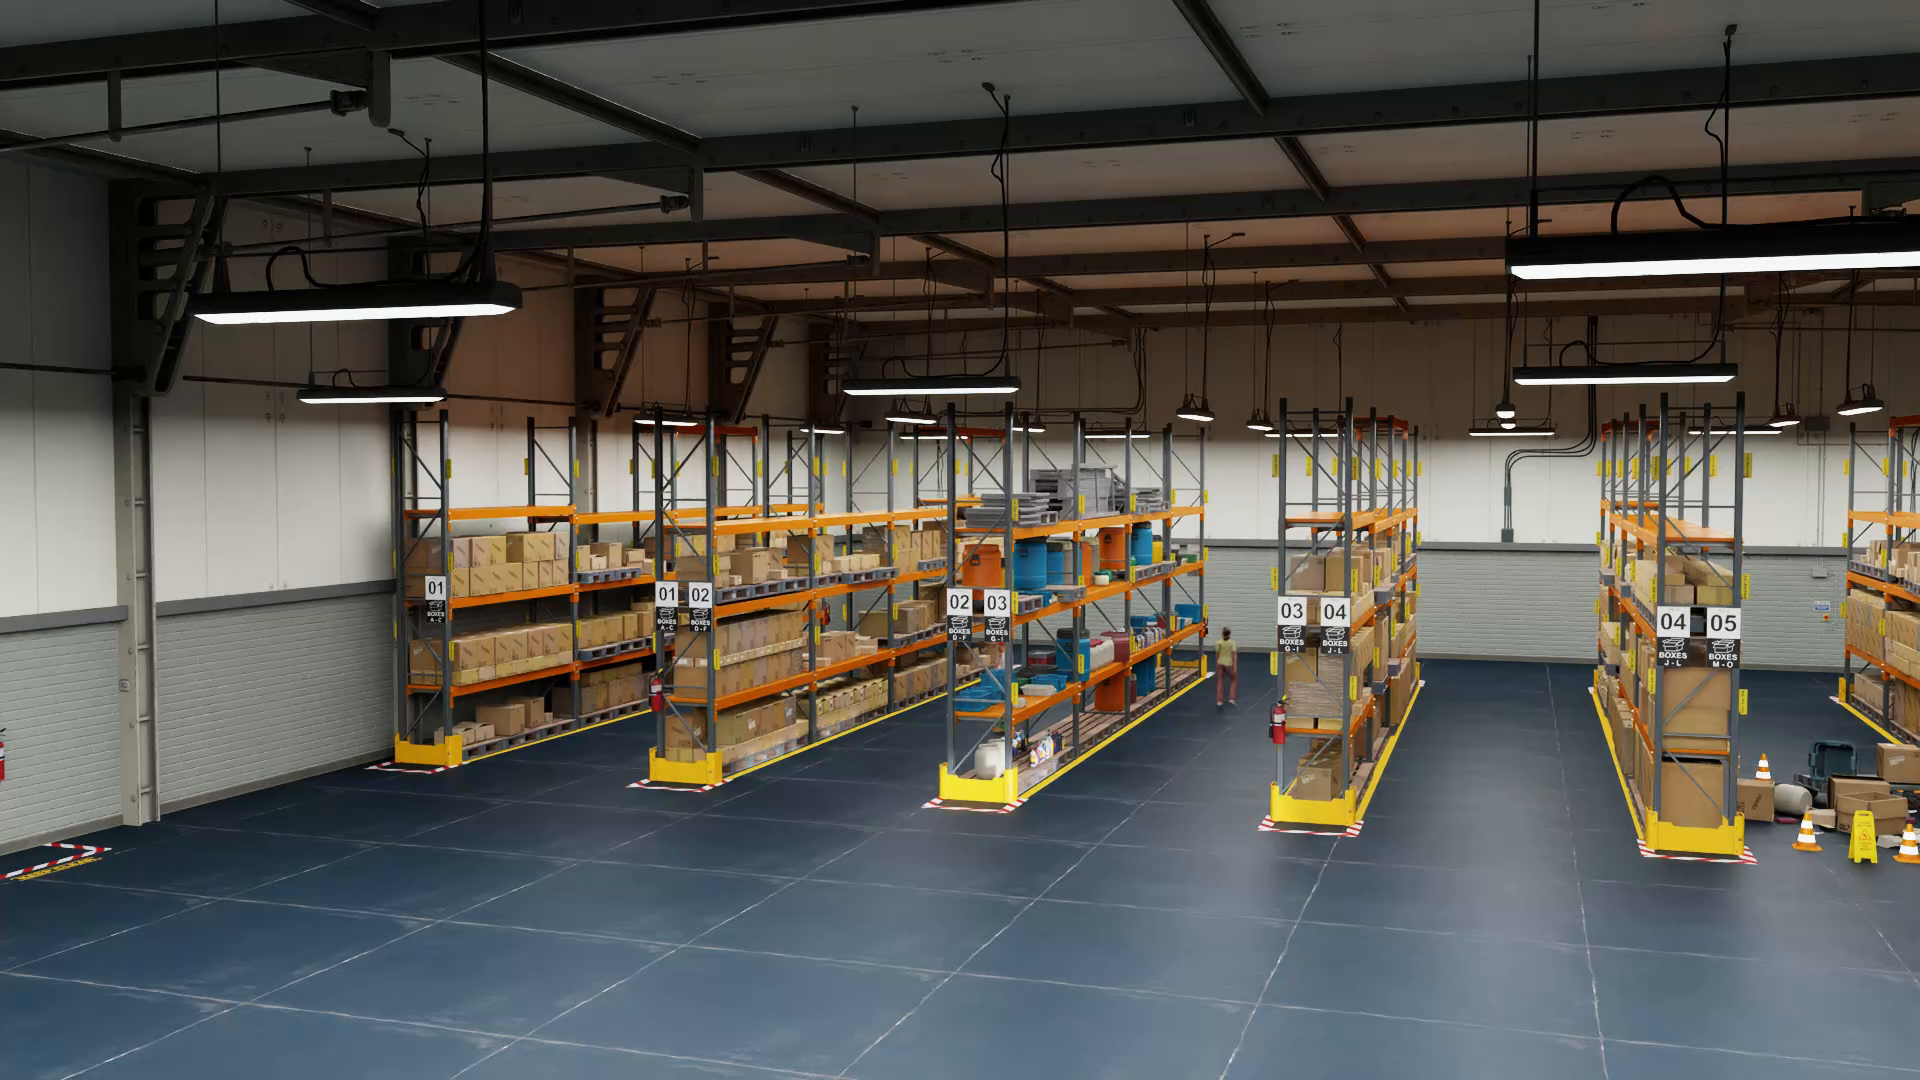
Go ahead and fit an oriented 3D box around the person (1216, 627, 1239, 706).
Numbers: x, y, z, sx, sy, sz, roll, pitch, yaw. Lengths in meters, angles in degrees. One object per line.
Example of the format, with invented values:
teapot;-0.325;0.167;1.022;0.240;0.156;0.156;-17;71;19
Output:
person;5.626;2.685;35.057;0.551;1.723;0.508;-2;3;-44

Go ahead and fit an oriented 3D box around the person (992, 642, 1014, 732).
person;0.819;2.741;31.633;0.416;1.792;0.594;1;3;13
